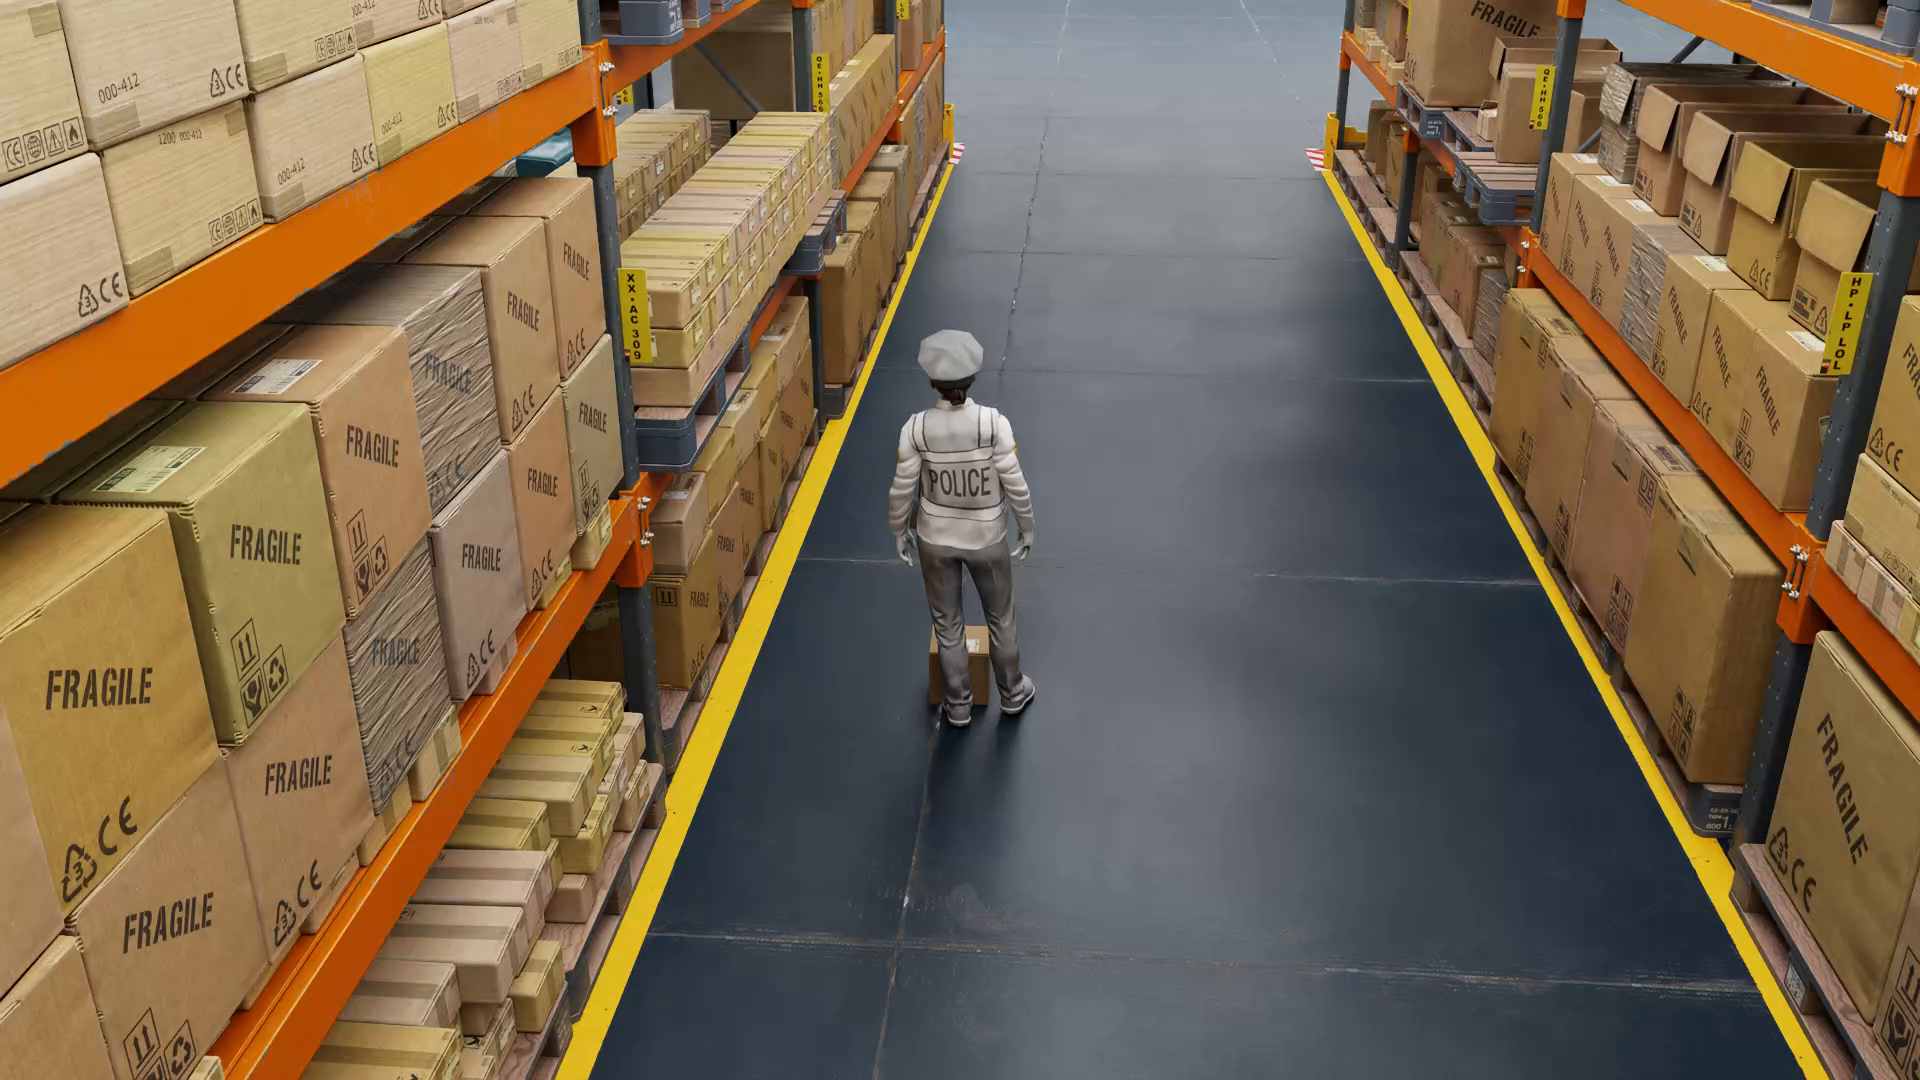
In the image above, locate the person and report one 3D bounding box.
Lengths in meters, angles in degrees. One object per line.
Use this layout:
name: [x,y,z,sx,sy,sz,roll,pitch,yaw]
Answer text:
person: [0.015,-0.042,6.635,0.587,1.694,0.530,2,25,4]
